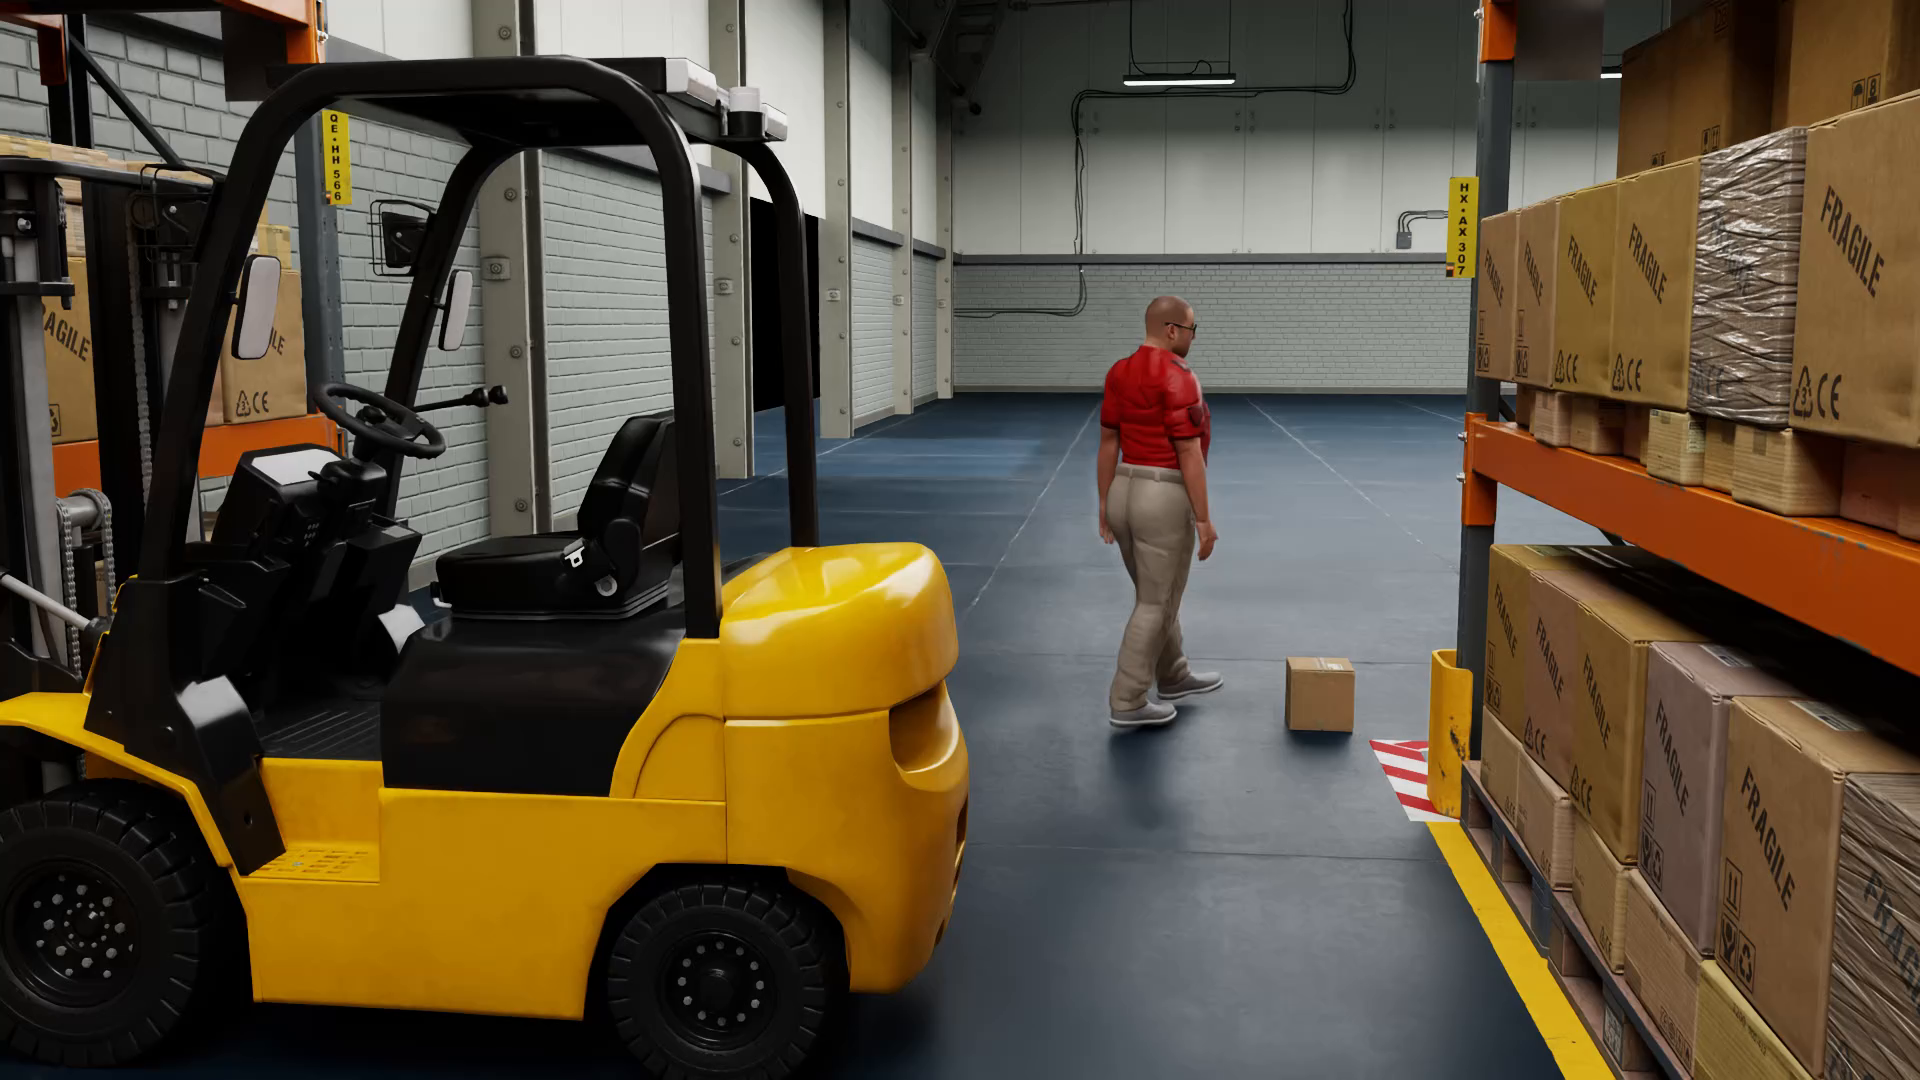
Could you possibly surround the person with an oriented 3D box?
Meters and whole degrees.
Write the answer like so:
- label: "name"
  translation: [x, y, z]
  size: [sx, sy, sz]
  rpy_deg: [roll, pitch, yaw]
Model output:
- label: "person"
  translation: [0.901, -0.125, 6.719]
  size: [0.737, 1.708, 0.575]
  rpy_deg: [-4, 9, -29]
